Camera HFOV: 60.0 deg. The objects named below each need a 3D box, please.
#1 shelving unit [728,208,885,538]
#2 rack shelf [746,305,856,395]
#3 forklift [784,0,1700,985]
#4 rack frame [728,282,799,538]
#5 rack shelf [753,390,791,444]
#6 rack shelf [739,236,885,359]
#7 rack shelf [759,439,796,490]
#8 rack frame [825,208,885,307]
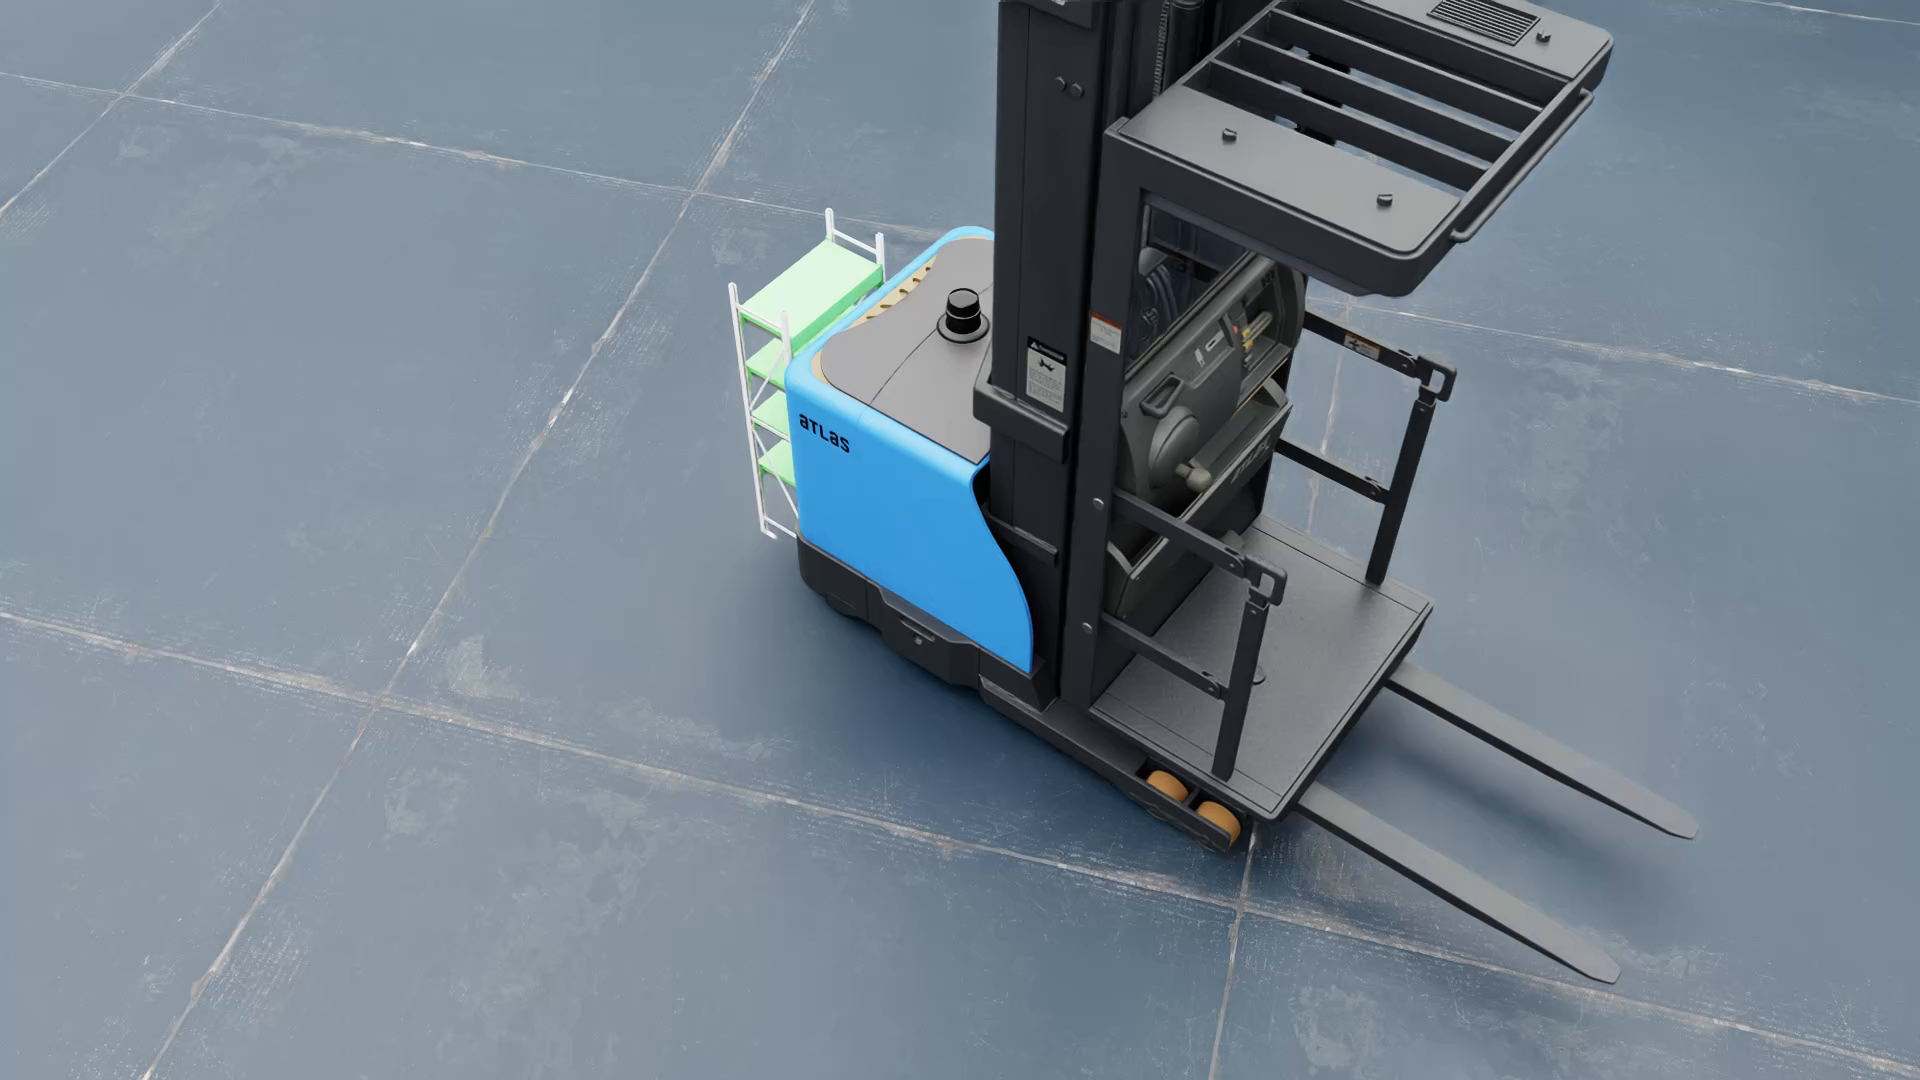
[{"bbox_3d":[-0.503,-0.526,5.914,0.258,1.200,0.503,29,55,23],"label":"shelving unit"},{"bbox_3d":[-0.503,-0.642,5.782,0.258,0.148,0.480,29,55,23],"label":"rack shelf"},{"bbox_3d":[0.897,-0.423,4.668,3.031,2.935,1.130,30,55,24],"label":"forklift"},{"bbox_3d":[-0.649,-0.379,5.785,0.240,1.200,0.015,29,55,23],"label":"rack frame"},{"bbox_3d":[-0.503,-0.483,5.962,0.258,0.148,0.480,29,55,23],"label":"rack shelf"},{"bbox_3d":[-0.503,-0.801,5.602,0.258,0.148,0.480,29,55,23],"label":"rack shelf"},{"bbox_3d":[-0.503,-0.325,6.142,0.258,0.148,0.480,29,55,23],"label":"rack shelf"},{"bbox_3d":[-0.356,-0.672,6.043,0.240,1.200,0.015,29,55,23],"label":"rack frame"}]
